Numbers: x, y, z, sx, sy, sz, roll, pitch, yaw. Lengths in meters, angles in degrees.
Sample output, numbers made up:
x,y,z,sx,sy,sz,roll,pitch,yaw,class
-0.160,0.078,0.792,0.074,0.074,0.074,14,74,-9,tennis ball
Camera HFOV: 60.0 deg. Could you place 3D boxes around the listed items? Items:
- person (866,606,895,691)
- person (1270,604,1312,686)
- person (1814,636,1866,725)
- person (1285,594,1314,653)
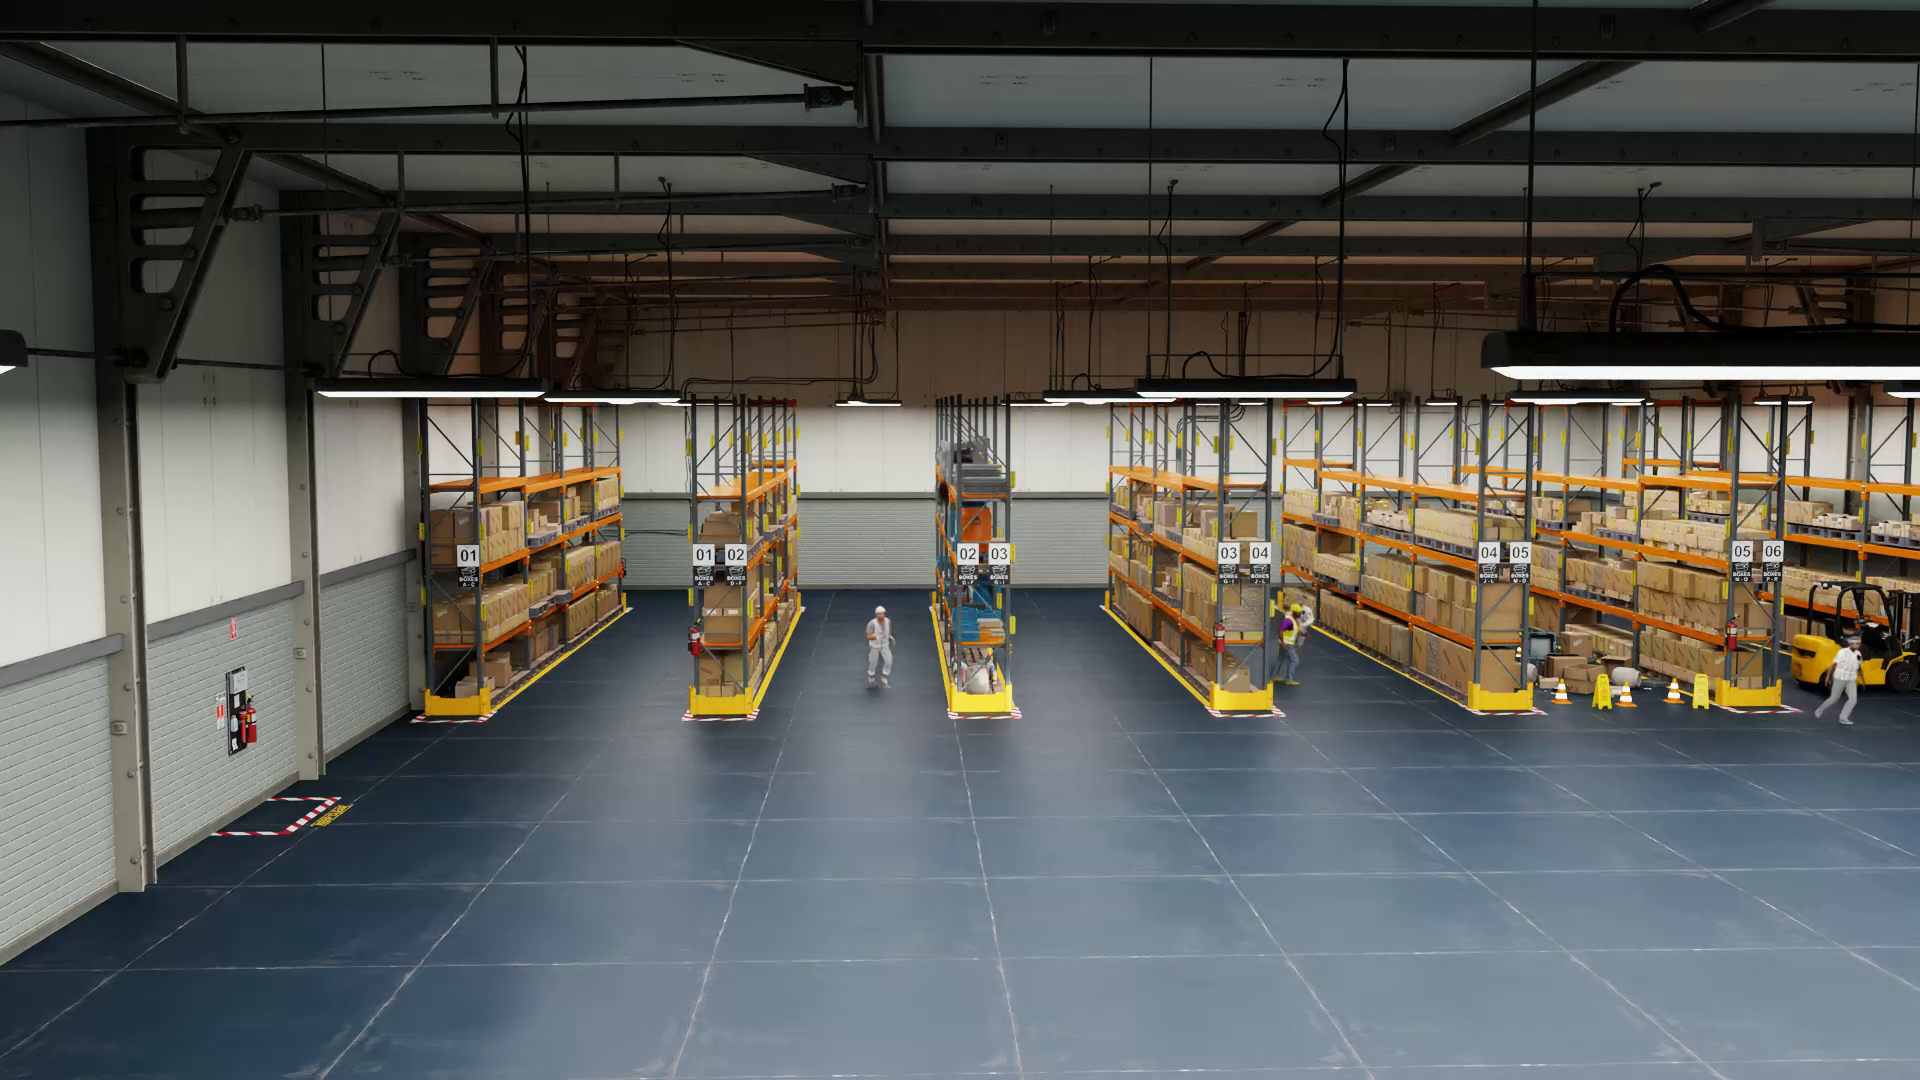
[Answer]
x,y,z,sx,sy,sz,roll,pitch,yaw,class
-1.622,2.197,33.909,0.687,1.735,0.977,-2,5,-21,person
6.864,2.163,34.581,0.860,1.695,0.684,1,5,18,person
16.057,2.525,30.333,0.646,1.617,0.667,-1,5,-11,person
7.645,1.997,37.530,0.692,1.606,0.507,1,5,18,person
